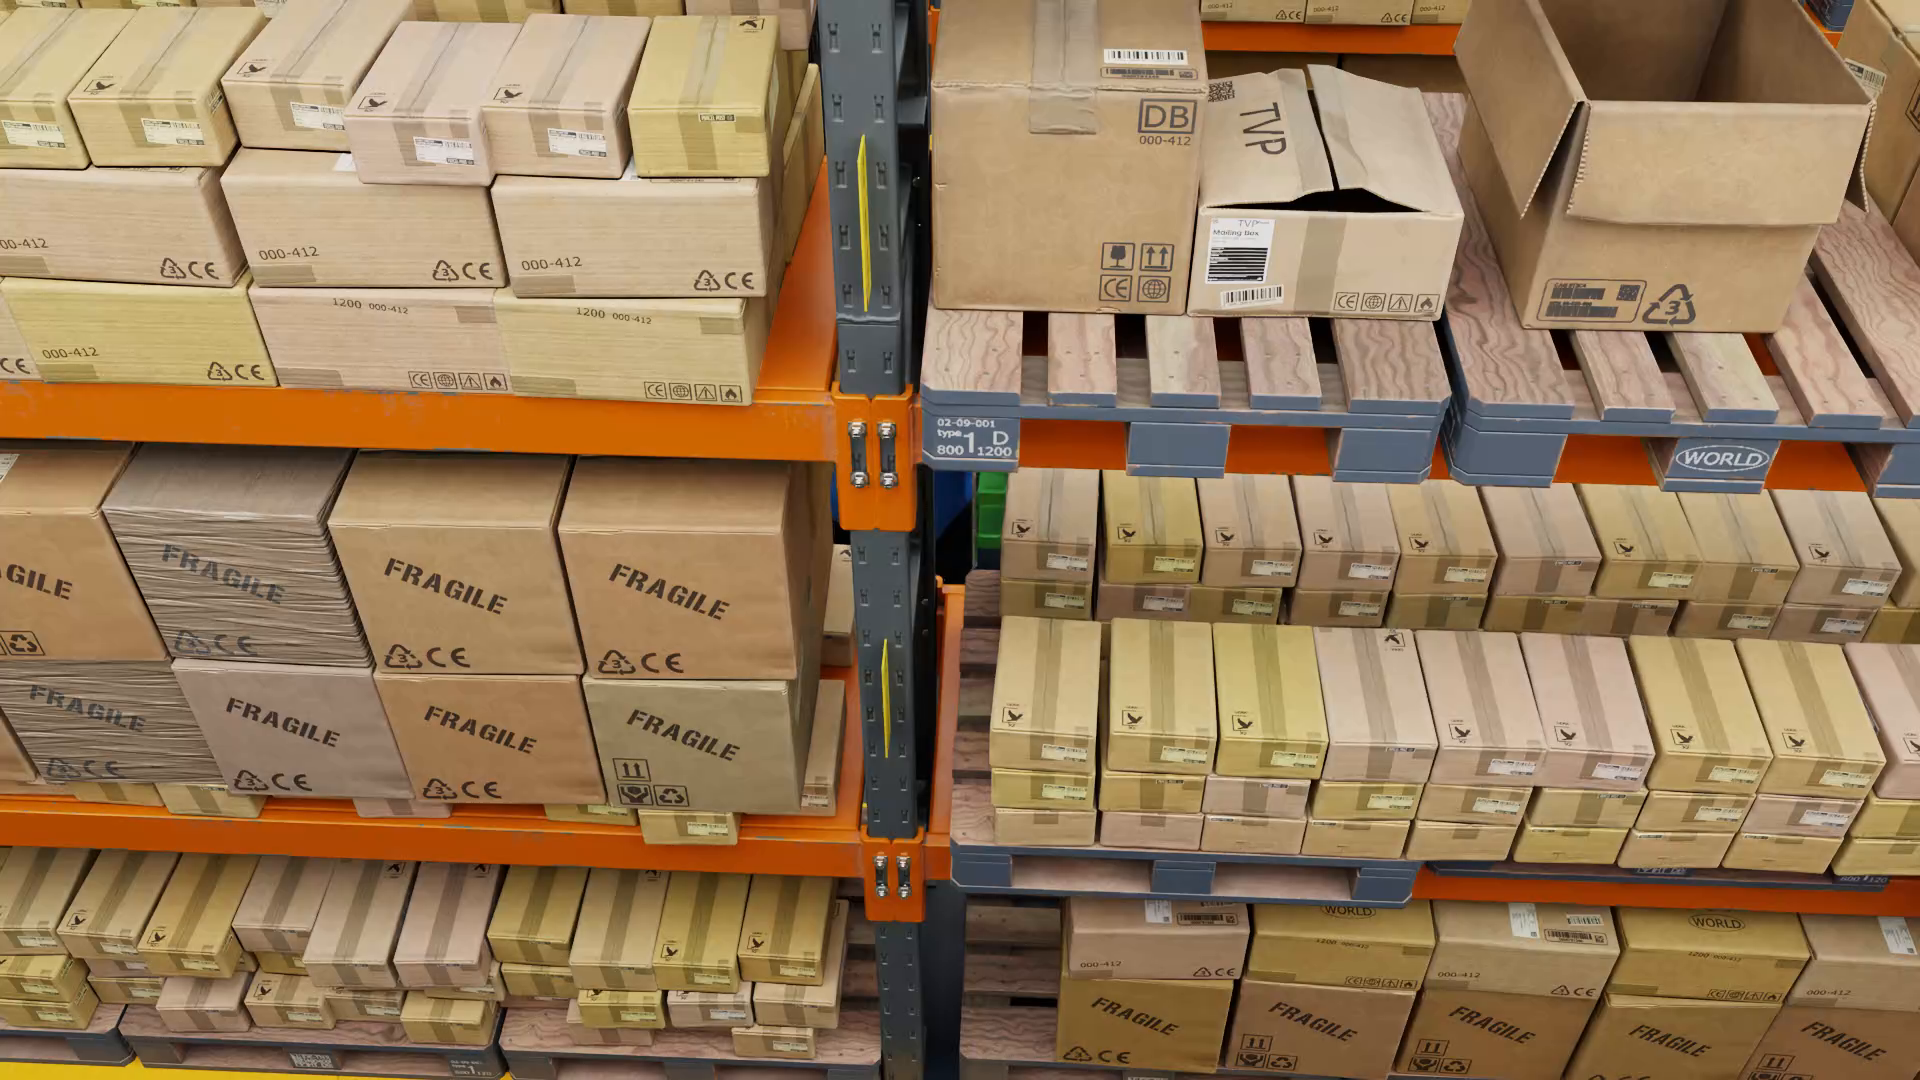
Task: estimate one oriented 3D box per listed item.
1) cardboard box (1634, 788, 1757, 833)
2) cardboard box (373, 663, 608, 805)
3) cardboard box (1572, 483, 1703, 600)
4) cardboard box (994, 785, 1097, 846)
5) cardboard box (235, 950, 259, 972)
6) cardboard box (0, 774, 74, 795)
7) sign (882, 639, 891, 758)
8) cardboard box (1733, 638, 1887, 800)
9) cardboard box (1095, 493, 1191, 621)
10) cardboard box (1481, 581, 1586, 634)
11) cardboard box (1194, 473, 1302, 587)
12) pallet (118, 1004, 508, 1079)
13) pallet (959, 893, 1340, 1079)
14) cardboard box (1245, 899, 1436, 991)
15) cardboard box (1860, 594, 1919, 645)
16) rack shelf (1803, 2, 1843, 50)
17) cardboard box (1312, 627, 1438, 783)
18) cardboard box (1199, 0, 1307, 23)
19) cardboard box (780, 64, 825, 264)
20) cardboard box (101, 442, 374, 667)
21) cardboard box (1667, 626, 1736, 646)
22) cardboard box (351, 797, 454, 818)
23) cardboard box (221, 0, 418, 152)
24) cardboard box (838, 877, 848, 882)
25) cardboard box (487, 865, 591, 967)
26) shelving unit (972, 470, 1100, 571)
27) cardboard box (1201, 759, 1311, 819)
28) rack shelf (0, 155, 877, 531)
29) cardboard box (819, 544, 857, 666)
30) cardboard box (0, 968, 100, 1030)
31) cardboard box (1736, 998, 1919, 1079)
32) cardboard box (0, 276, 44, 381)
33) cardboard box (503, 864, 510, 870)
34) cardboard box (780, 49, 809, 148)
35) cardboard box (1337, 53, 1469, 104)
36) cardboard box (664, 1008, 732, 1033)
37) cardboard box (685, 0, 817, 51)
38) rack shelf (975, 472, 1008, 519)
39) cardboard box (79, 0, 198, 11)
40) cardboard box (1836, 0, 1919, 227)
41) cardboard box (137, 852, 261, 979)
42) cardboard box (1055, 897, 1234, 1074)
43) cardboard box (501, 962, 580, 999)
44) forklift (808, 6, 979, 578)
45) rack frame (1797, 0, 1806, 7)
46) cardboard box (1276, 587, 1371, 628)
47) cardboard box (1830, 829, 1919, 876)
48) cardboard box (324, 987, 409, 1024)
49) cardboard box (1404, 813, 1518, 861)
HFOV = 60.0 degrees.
[{"bbox_3d":[1.775,0.531,4.138,0.250,0.149,0.380,1,43,1],"label":"cardboard box"},{"bbox_3d":[-1.175,0.345,4.388,0.500,0.500,0.500,1,43,1],"label":"cardboard box"},{"bbox_3d":[1.820,-0.023,4.513,0.250,0.149,0.380,1,43,1],"label":"cardboard box"},{"bbox_3d":[0.212,0.593,4.289,0.250,0.149,0.380,0,43,0],"label":"cardboard box"},{"bbox_3d":[-2.332,1.178,5.350,0.250,0.149,0.380,4,43,4],"label":"cardboard box"},{"bbox_3d":[-2.545,0.523,4.673,0.250,0.149,0.380,1,43,1],"label":"cardboard box"},{"bbox_3d":[-0.177,0.383,4.004,0.005,0.325,0.100,2,43,2],"label":"sign"},{"bbox_3d":[2.033,0.429,4.029,0.250,0.149,0.380,4,43,4],"label":"cardboard box"},{"bbox_3d":[0.509,0.044,4.660,0.250,0.149,0.380,2,43,2],"label":"cardboard box"},{"bbox_3d":[1.563,0.075,4.627,0.250,0.149,0.380,2,43,2],"label":"cardboard box"},{"bbox_3d":[0.776,-0.054,4.547,0.250,0.149,0.380,0,43,1],"label":"cardboard box"},{"bbox_3d":[-2.055,1.318,5.681,1.213,0.211,1.003,2,43,2],"label":"pallet"},{"bbox_3d":[0.617,1.373,5.622,1.213,0.211,1.003,2,43,2],"label":"pallet"},{"bbox_3d":[1.098,1.033,4.916,0.500,0.250,0.500,3,43,3],"label":"cardboard box"},{"bbox_3d":[2.572,0.110,4.589,0.250,0.149,0.380,2,43,2],"label":"cardboard box"},{"bbox_3d":[5.955,-2.597,8.365,4.000,0.370,1.077,2,43,2],"label":"rack shelf"},{"bbox_3d":[0.996,0.399,4.061,0.250,0.149,0.380,1,43,1],"label":"cardboard box"},{"bbox_3d":[1.417,-2.755,8.116,0.500,0.250,0.500,1,43,2],"label":"cardboard box"},{"bbox_3d":[-0.611,-0.907,3.933,0.500,0.250,0.500,4,43,4],"label":"cardboard box"},{"bbox_3d":[-1.670,-0.050,4.078,0.500,0.500,0.500,3,43,3],"label":"cardboard box"},{"bbox_3d":[2.073,0.200,4.711,0.250,0.149,0.380,2,43,2],"label":"cardboard box"},{"bbox_3d":[-1.512,0.577,4.614,0.250,0.149,0.380,0,43,0],"label":"cardboard box"},{"bbox_3d":[-1.253,-0.934,3.302,0.250,0.149,0.380,3,43,3],"label":"cardboard box"},{"bbox_3d":[-0.510,0.989,5.771,0.250,0.149,0.380,0,43,0],"label":"cardboard box"},{"bbox_3d":[-1.289,1.123,5.191,0.250,0.149,0.380,3,43,3],"label":"cardboard box"},{"bbox_3d":[0.305,-0.264,6.653,0.503,1.200,0.258,2,43,2],"label":"shelving unit"},{"bbox_3d":[0.729,0.498,4.172,0.250,0.149,0.380,3,43,3],"label":"cardboard box"},{"bbox_3d":[-2.159,-0.566,3.984,4.000,0.370,1.077,2,43,2],"label":"rack shelf"},{"bbox_3d":[-0.429,0.190,5.030,0.250,0.149,0.380,3,43,3],"label":"cardboard box"},{"bbox_3d":[-2.883,1.368,5.364,0.250,0.149,0.380,2,43,2],"label":"cardboard box"},{"bbox_3d":[2.648,1.353,5.123,0.500,0.500,0.500,3,43,4],"label":"cardboard box"},{"bbox_3d":[-2.163,-0.599,3.602,0.500,0.250,0.500,2,43,2],"label":"cardboard box"},{"bbox_3d":[-1.553,0.917,5.630,0.250,0.149,0.380,4,43,4],"label":"cardboard box"},{"bbox_3d":[-0.630,-1.074,3.745,0.500,0.250,0.500,3,43,3],"label":"cardboard box"},{"bbox_3d":[2.380,-2.406,8.882,0.875,0.875,0.875,2,43,2],"label":"cardboard box"},{"bbox_3d":[-0.823,1.374,5.358,0.250,0.149,0.380,3,43,3],"label":"cardboard box"},{"bbox_3d":[-0.440,-1.216,3.605,0.250,0.149,0.380,1,43,1],"label":"cardboard box"},{"bbox_3d":[0.305,-0.217,6.696,0.480,0.148,0.258,2,43,2],"label":"rack shelf"},{"bbox_3d":[-1.751,-1.289,3.683,0.250,0.149,0.380,4,43,4],"label":"cardboard box"},{"bbox_3d":[2.277,-0.903,3.745,0.500,0.500,0.500,2,43,2],"label":"cardboard box"},{"bbox_3d":[-2.333,1.153,5.159,0.250,0.149,0.380,2,43,3],"label":"cardboard box"},{"bbox_3d":[0.566,1.294,5.186,0.500,0.500,0.500,3,43,4],"label":"cardboard box"},{"bbox_3d":[-1.275,1.246,5.277,0.250,0.149,0.380,2,43,2],"label":"cardboard box"},{"bbox_3d":[-1.196,-1.599,6.816,3.031,2.935,1.130,21,47,21],"label":"forklift"},{"bbox_3d":[3.957,-2.921,8.185,0.127,3.000,1.000,2,43,2],"label":"rack frame"},{"bbox_3d":[1.004,0.170,4.743,0.250,0.149,0.380,0,43,0],"label":"cardboard box"},{"bbox_3d":[2.299,0.655,4.223,0.250,0.149,0.380,0,43,0],"label":"cardboard box"},{"bbox_3d":[-1.859,1.353,5.380,0.250,0.149,0.380,3,43,3],"label":"cardboard box"},{"bbox_3d":[1.244,0.624,4.256,0.250,0.149,0.380,0,43,0],"label":"cardboard box"}]
